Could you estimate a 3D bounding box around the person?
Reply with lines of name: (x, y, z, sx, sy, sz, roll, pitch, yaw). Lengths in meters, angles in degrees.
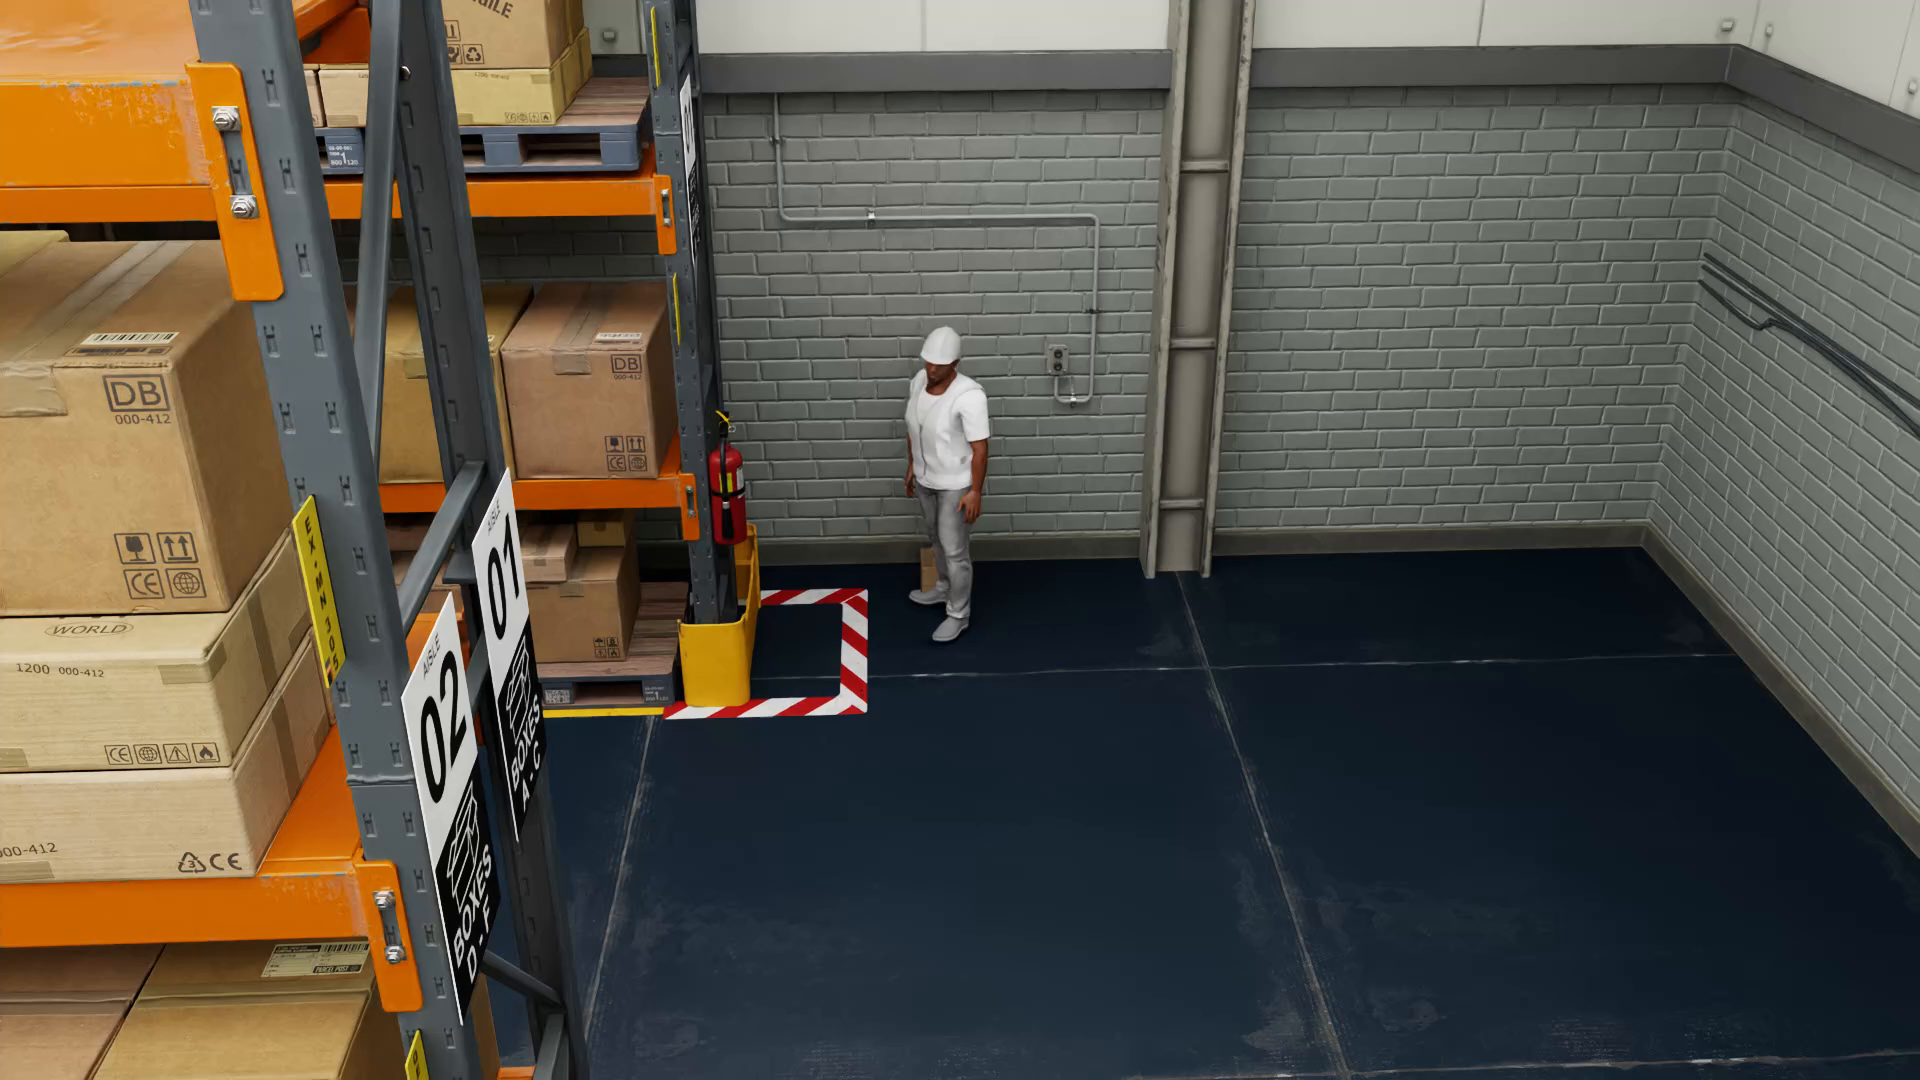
person: (-0.099, -0.330, 9.183, 0.453, 1.761, 0.616, -20, 33, -33)
